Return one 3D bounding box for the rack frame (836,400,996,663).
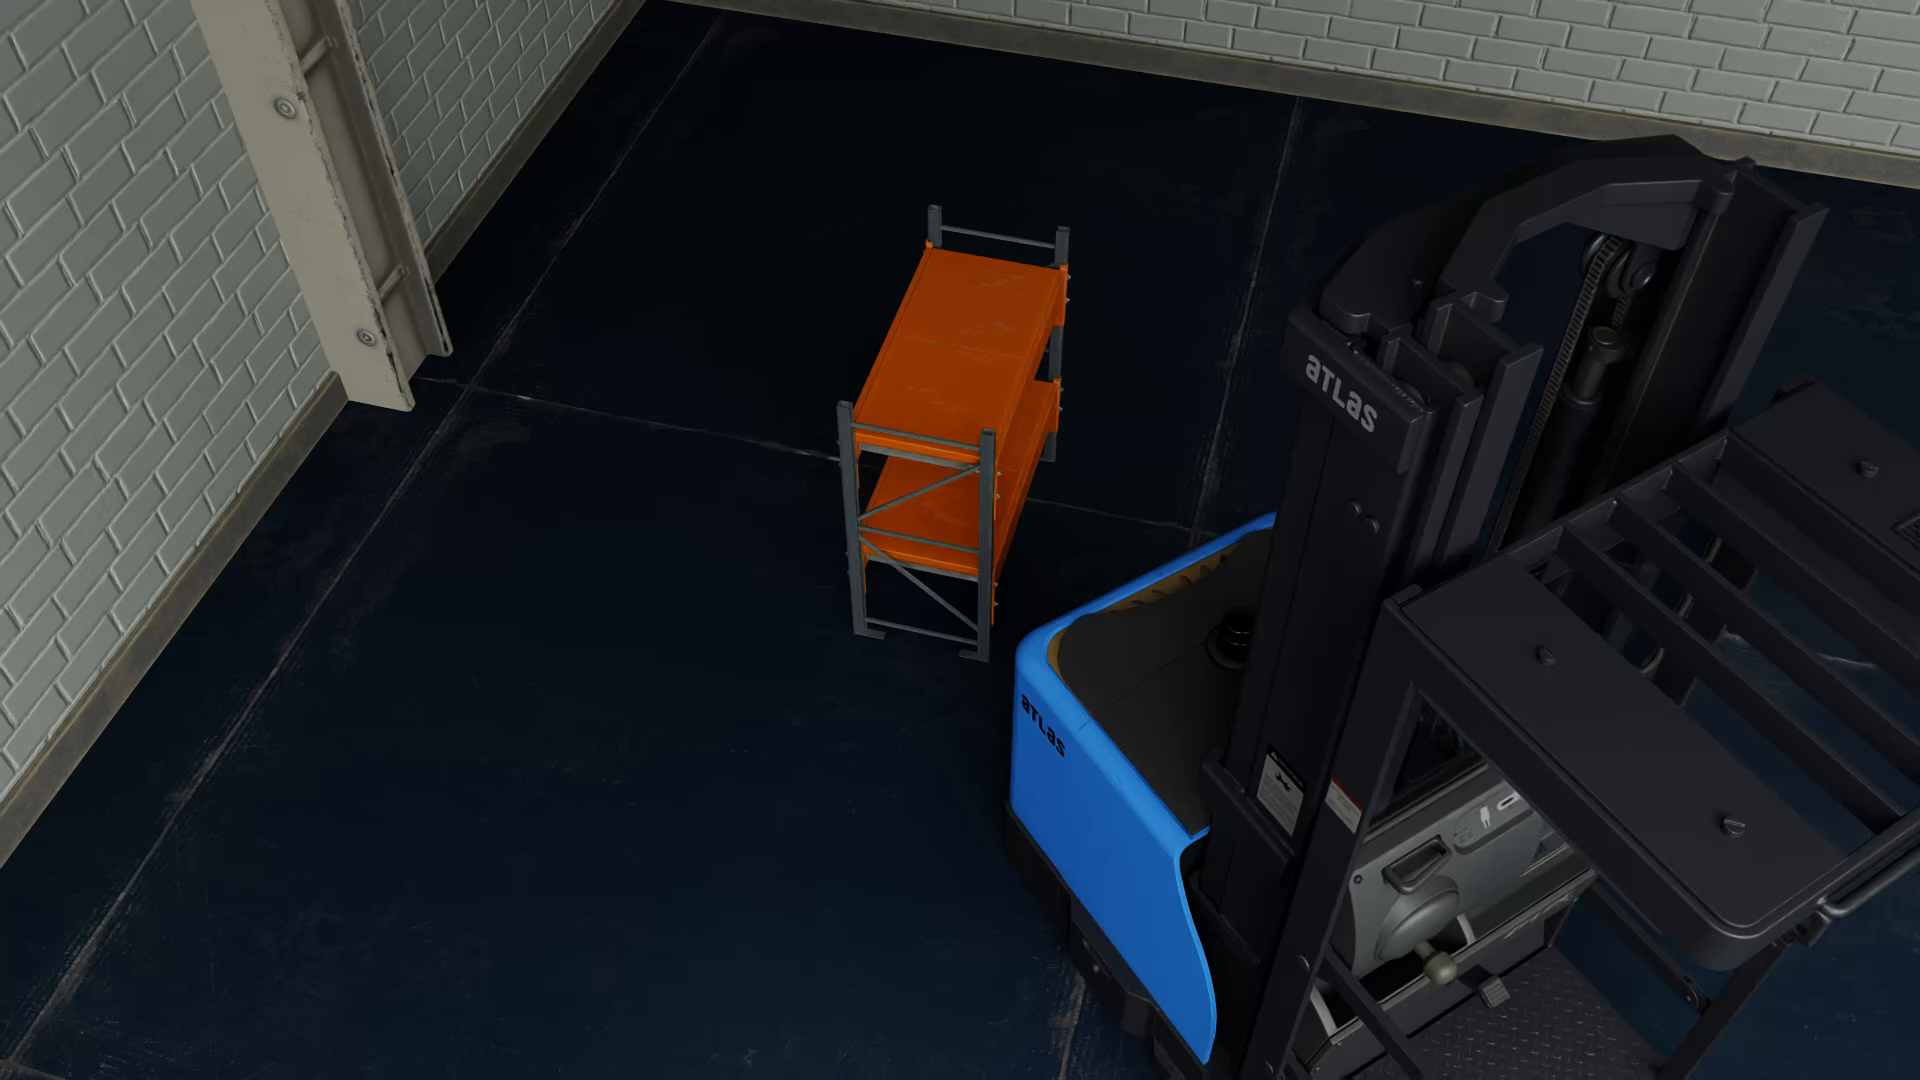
[{"bbox_3d":[-0.136,0.000,5.499,0.500,1.125,0.032,12,50,10],"label":"rack frame"}]

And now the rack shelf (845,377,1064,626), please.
[{"bbox_3d":[-0.002,-0.206,6.007,0.538,0.278,1.000,12,50,10],"label":"rack shelf"}]

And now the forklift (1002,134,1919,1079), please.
[{"bbox_3d":[1.343,0.762,3.622,1.130,2.935,3.031,-25,53,-21],"label":"forklift"}]

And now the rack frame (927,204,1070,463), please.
[{"bbox_3d":[0.132,-0.735,6.148,0.500,1.125,0.032,12,50,10],"label":"rack frame"}]

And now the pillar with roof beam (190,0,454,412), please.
[{"bbox_3d":[1.837,-2.818,2.735,9.100,9.000,0.400,12,50,10],"label":"pillar with roof beam"}]

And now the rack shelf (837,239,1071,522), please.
[{"bbox_3d":[-0.002,-0.561,5.605,0.538,0.278,1.000,12,50,10],"label":"rack shelf"}]

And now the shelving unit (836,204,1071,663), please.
[{"bbox_3d":[-0.002,-0.367,5.824,0.538,1.125,1.048,12,50,10],"label":"shelving unit"}]
